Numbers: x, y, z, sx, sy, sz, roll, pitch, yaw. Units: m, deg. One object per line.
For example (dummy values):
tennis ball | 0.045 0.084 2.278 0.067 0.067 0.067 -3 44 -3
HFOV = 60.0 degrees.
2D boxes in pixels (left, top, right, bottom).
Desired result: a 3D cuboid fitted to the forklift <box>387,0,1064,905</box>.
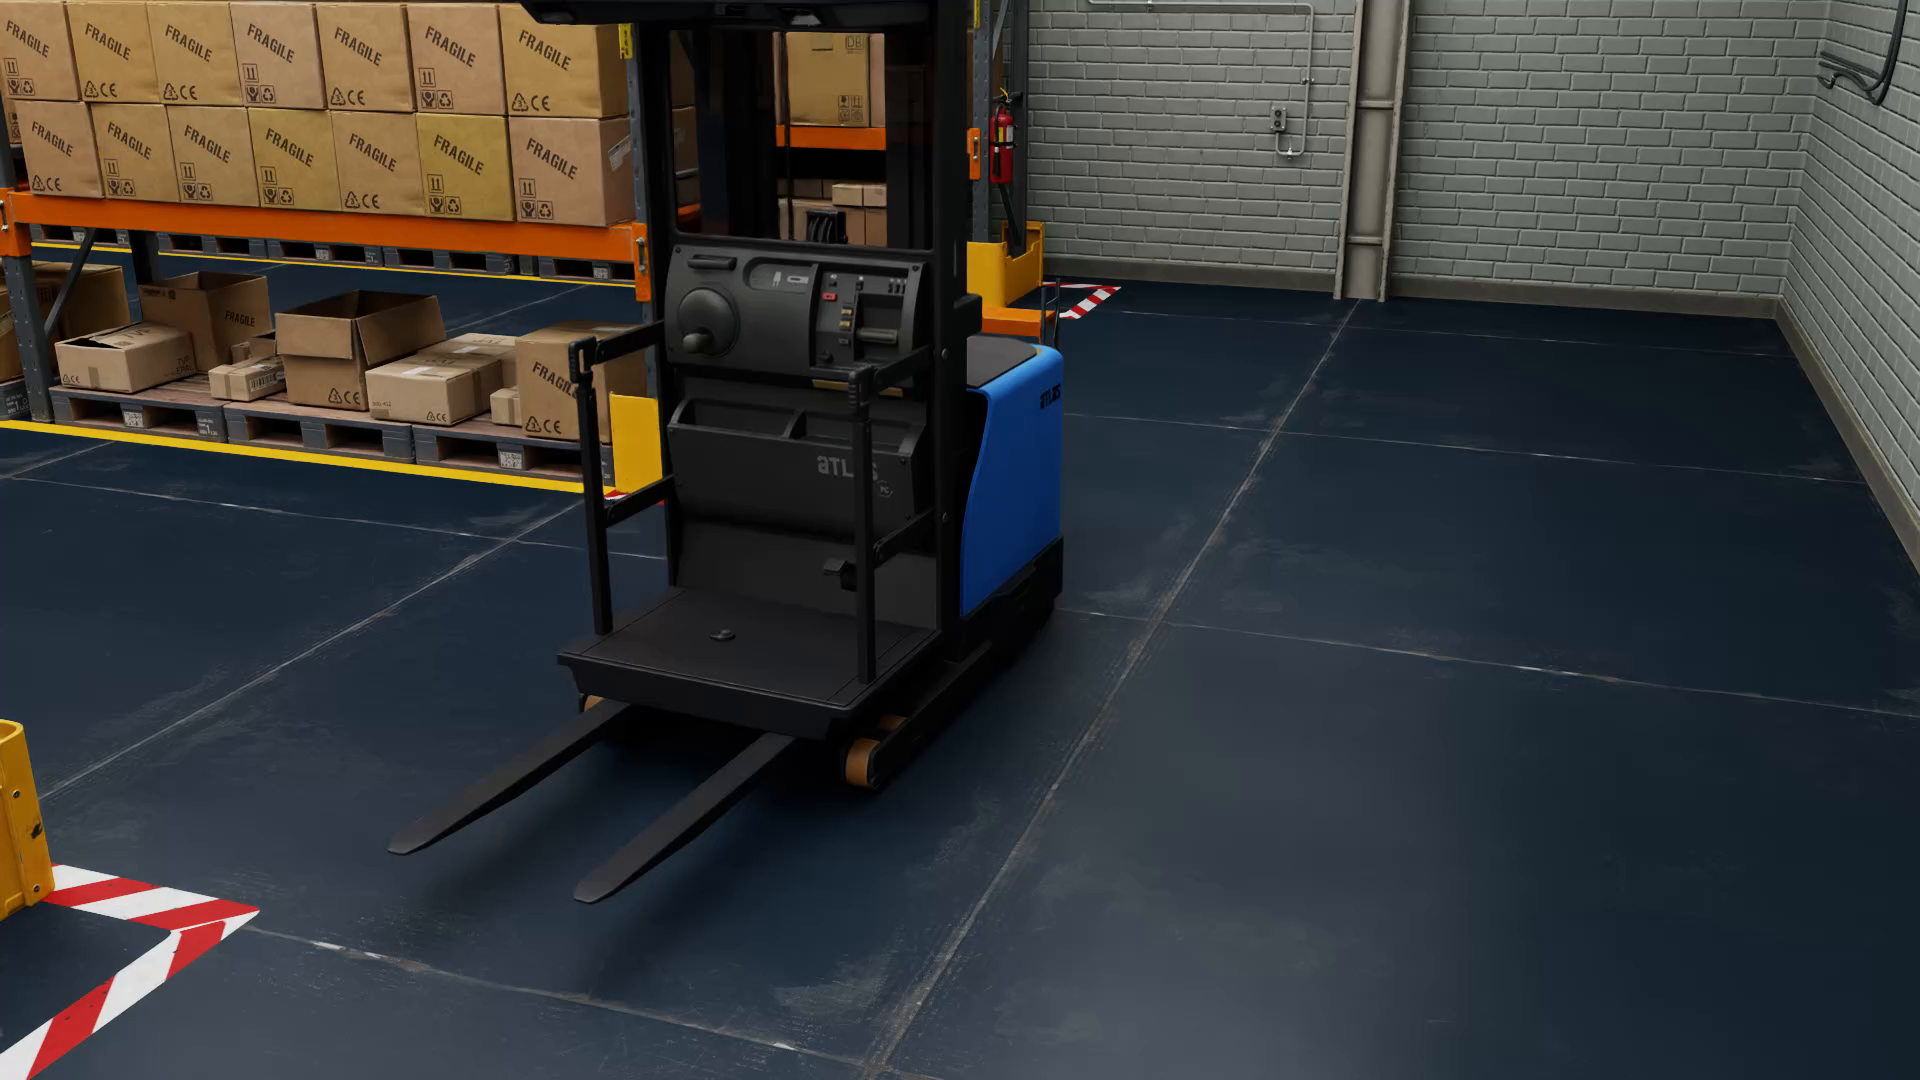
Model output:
forklift | -0.638 -0.747 5.268 1.130 2.935 3.031 8 21 22

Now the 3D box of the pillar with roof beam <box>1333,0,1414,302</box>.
pillar with roof beam | 1.737 -4.819 7.730 0.400 9.000 9.100 7 20 18

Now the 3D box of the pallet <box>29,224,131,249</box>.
pallet | -7.979 -2.980 15.804 1.213 0.211 1.003 7 20 18

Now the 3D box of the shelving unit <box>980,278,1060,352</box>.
shelving unit | 0.156 -0.549 7.327 0.503 1.200 0.258 7 20 18

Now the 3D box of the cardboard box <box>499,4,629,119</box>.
cardboard box | -1.817 -2.289 7.915 0.500 0.500 0.500 6 20 18

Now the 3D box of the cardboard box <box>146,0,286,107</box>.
cardboard box | -3.759 -2.509 8.545 0.500 0.500 0.500 6 20 16

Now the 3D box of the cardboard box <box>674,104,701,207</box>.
cardboard box | -1.639 -1.984 8.559 0.500 0.500 0.500 7 20 19

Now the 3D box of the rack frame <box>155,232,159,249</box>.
rack frame | -7.241 -4.212 15.102 0.127 3.000 1.000 7 20 18

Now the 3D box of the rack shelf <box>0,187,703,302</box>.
rack shelf | -3.195 -1.683 8.941 4.000 0.370 1.077 7 20 18

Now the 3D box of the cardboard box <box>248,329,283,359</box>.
cardboard box | -3.745 -1.123 9.657 0.500 0.311 0.500 7 20 18

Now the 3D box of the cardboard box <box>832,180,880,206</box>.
cardboard box | -0.801 -2.701 12.942 0.250 0.149 0.380 7 20 20

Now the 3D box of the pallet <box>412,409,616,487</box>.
pallet | -2.131 -0.584 8.932 1.213 0.211 1.003 7 20 18

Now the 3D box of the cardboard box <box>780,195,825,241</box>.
cardboard box | -1.326 -2.518 13.403 0.500 0.500 0.700 6 20 16

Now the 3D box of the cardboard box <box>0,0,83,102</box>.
cardboard box | -4.732 -2.620 8.865 0.500 0.500 0.500 7 20 19

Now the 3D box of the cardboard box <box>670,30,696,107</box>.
cardboard box | -1.639 -2.456 8.395 0.500 0.500 0.500 7 20 20

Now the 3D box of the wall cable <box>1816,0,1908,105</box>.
wall cable | 5.541 -3.992 10.075 0.112 2.526 3.097 7 20 18

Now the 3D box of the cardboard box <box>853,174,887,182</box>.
cardboard box | -0.673 -2.820 13.282 0.250 0.149 0.380 7 20 18

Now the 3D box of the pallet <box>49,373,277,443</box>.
pallet | -4.436 -0.848 9.688 1.213 0.211 1.003 7 20 18

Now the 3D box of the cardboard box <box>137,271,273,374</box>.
cardboard box | -4.453 -1.293 9.858 0.500 0.500 0.500 7 20 18

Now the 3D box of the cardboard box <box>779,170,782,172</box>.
cardboard box | -1.632 -2.929 13.596 0.250 0.149 0.380 6 20 17

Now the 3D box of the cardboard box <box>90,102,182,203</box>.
cardboard box | -4.208 -2.092 8.869 0.500 0.500 0.500 7 20 19

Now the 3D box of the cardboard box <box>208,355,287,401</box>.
cardboard box | -3.939 -0.906 9.254 0.250 0.166 0.380 7 20 18

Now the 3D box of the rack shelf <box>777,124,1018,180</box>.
rack shelf | -1.573 -3.224 13.361 4.000 0.370 1.077 7 20 18

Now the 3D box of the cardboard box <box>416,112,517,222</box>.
cardboard box | -2.310 -1.873 8.240 0.500 0.500 0.500 7 20 19

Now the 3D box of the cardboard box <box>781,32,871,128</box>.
cardboard box | -0.860 -3.616 12.938 0.700 0.700 0.980 6 20 18

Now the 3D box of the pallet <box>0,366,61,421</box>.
pallet | -5.865 -0.998 10.120 1.213 0.211 1.003 7 20 18

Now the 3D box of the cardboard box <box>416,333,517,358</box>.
cardboard box | -2.671 -0.971 9.315 0.500 0.250 0.500 7 20 18

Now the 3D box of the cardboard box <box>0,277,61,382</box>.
cardboard box | -5.645 -1.231 9.679 0.500 0.500 0.500 6 20 18

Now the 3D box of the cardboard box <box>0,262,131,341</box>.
cardboard box | -5.462 -1.395 10.149 0.500 0.500 0.500 6 20 16

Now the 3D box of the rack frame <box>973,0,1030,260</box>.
rack frame | 0.316 -3.348 12.623 0.127 3.000 1.000 7 20 18

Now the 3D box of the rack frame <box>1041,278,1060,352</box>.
rack frame | 0.387 -0.522 7.252 0.015 1.200 0.240 7 20 18

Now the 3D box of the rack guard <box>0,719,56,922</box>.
rack guard | -2.908 0.912 4.201 0.348 0.500 1.175 7 20 18

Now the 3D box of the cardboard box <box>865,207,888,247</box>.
cardboard box | -0.378 -2.410 13.093 0.500 0.500 0.700 7 20 18

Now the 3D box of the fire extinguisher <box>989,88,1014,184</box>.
fire extinguisher | 0.307 -2.975 12.239 0.183 0.674 0.296 7 20 18

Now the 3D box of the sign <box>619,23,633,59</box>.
sign | -1.507 -2.333 7.472 0.005 0.325 0.100 7 20 18

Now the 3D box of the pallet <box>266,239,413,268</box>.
pallet | -5.373 -2.654 14.870 1.213 0.211 1.003 7 20 18

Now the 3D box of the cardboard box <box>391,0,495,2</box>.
cardboard box | -2.606 -2.566 8.709 0.500 0.500 0.500 7 20 19

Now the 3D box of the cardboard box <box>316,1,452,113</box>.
cardboard box | -2.786 -2.398 8.227 0.500 0.500 0.500 7 20 20

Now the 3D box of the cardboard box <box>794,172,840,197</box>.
cardboard box | -1.150 -2.874 13.438 0.250 0.149 0.380 7 20 19

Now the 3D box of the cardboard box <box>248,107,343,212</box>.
cardboard box | -3.255 -1.983 8.556 0.500 0.500 0.500 6 20 17

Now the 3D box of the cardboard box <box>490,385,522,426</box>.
cardboard box | -2.254 -0.731 8.752 0.250 0.166 0.380 7 20 18
